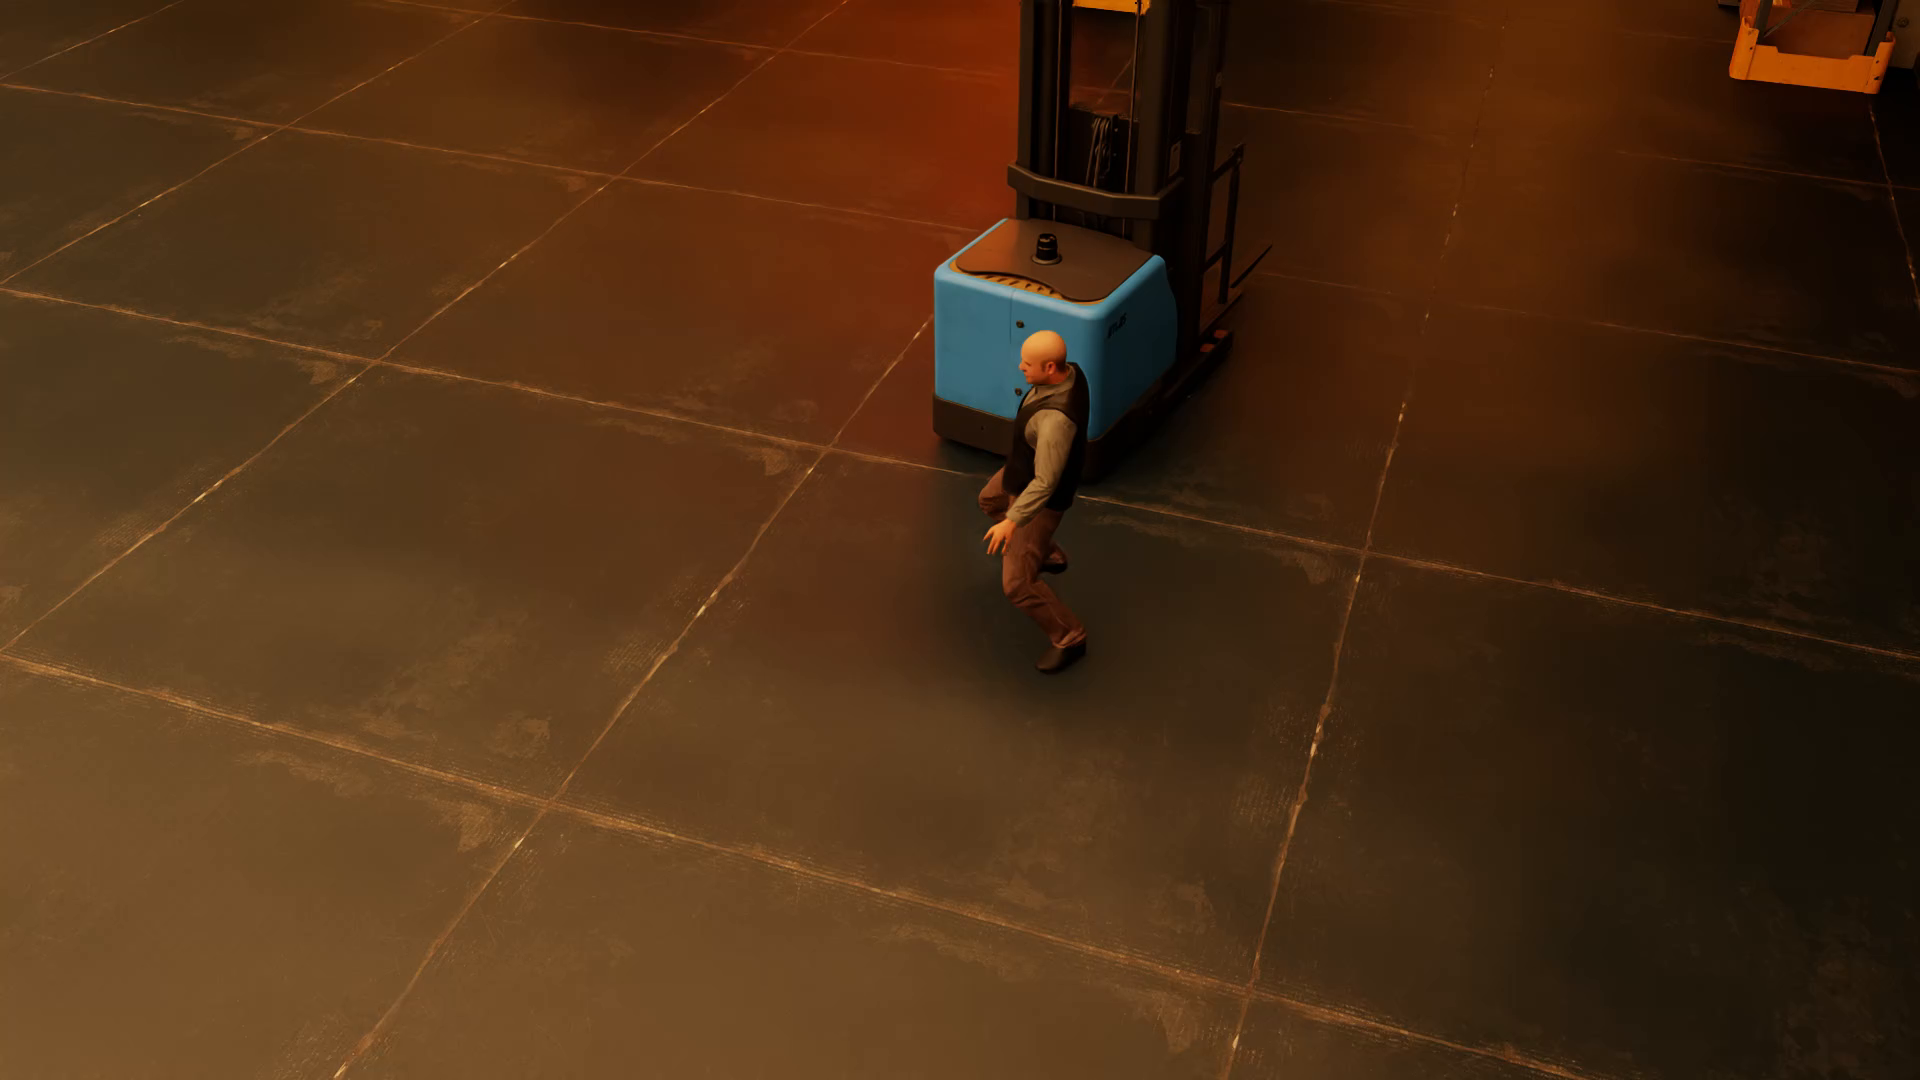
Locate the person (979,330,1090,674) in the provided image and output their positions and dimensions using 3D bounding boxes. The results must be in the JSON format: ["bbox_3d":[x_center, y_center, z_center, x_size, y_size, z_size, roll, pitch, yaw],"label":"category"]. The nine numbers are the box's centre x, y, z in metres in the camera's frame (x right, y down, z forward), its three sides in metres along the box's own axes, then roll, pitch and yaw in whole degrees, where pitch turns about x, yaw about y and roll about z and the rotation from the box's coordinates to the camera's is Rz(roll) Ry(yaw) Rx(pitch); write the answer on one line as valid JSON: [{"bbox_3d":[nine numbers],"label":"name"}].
[{"bbox_3d":[0.341,-0.265,7.648,0.594,1.615,0.916,6,36,8],"label":"person"}]

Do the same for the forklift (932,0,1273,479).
[{"bbox_3d":[1.026,-2.350,9.425,1.130,2.935,3.031,19,39,24],"label":"forklift"}]
